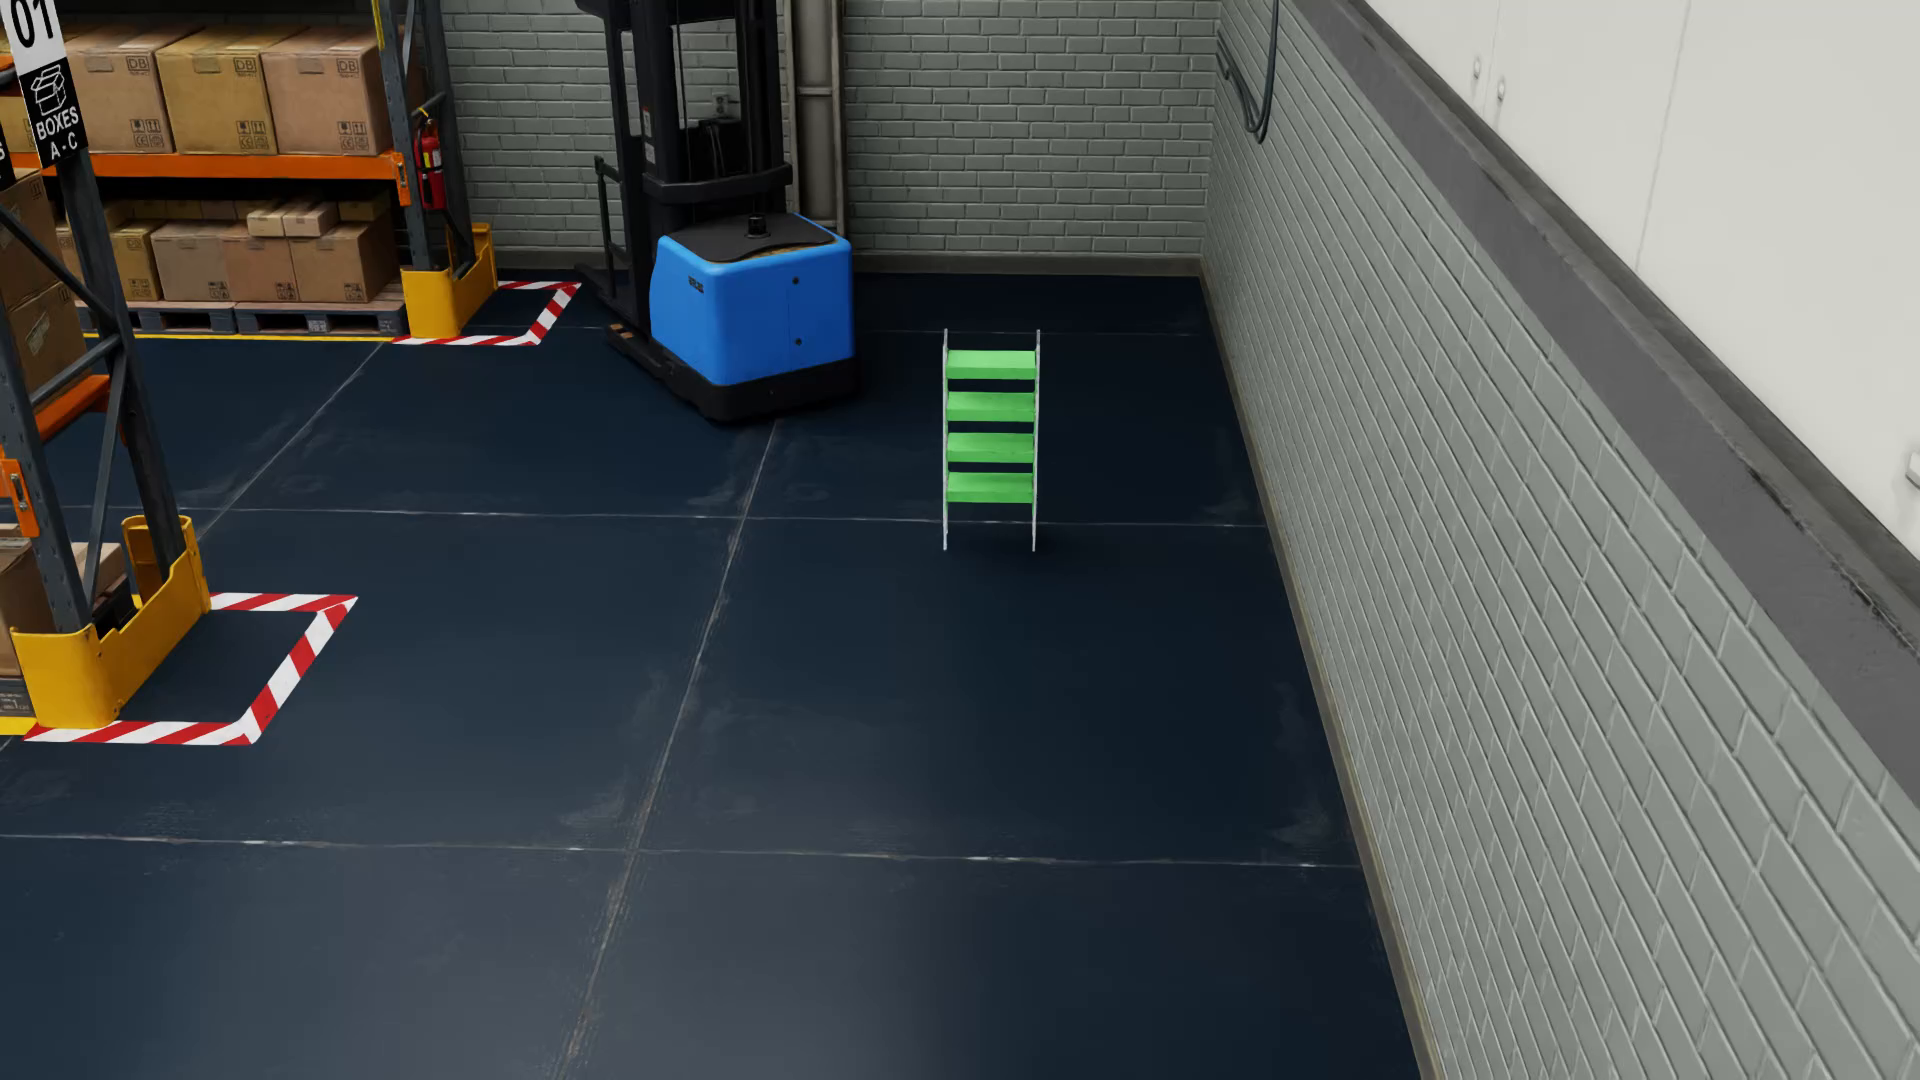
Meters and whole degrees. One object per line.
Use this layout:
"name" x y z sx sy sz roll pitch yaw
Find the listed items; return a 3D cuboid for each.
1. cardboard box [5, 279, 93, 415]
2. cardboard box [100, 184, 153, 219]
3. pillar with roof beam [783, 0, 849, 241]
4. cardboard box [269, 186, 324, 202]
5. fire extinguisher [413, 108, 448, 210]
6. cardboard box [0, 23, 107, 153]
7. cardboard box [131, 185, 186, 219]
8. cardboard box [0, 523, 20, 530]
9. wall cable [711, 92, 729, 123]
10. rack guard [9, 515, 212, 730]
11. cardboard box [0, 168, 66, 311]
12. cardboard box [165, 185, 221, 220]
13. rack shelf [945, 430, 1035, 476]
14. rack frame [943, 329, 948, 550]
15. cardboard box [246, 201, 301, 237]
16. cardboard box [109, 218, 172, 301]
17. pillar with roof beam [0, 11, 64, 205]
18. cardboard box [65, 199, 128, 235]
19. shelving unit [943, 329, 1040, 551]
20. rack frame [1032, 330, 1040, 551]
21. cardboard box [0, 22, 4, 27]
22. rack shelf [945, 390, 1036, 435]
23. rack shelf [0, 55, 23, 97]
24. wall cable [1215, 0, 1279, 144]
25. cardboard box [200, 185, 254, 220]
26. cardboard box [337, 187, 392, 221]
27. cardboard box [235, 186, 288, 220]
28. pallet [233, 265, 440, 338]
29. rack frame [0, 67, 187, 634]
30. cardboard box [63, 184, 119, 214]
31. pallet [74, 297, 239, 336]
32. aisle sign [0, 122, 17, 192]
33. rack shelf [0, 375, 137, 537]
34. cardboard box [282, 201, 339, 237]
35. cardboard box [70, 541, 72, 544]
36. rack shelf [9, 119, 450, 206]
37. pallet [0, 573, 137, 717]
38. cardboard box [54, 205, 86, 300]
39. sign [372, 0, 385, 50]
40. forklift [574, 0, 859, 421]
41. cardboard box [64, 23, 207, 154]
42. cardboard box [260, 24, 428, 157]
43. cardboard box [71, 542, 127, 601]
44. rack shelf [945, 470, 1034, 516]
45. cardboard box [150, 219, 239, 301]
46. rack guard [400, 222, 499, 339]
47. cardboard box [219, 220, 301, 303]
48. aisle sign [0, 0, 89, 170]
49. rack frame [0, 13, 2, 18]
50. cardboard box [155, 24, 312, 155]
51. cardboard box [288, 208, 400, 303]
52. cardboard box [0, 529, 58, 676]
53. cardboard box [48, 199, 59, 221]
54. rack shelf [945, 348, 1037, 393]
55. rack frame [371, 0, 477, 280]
"cardboard box" -4.416 -0.908 7.653 0.500 0.500 0.500 2 28 3
"cardboard box" -6.160 -2.504 12.299 0.250 0.149 0.380 1 28 2
"pillar with roof beam" -1.234 -4.047 7.277 0.400 9.000 9.100 1 28 2
"cardboard box" -4.889 -2.483 12.260 0.250 0.149 0.380 1 28 2
"fire extinguisher" -3.677 -2.634 11.497 0.183 0.674 0.296 1 28 2
"cardboard box" -6.538 -3.219 11.799 0.700 0.700 0.980 0 28 0
"cardboard box" -5.902 -2.500 12.291 0.250 0.149 0.380 0 28 1
"cardboard box" -5.015 0.138 8.253 0.500 0.250 0.500 1 28 2
"wall cable" -2.498 -3.922 12.361 1.851 1.984 0.084 1 28 2
"rack guard" -4.058 0.371 8.017 0.348 0.500 1.175 1 28 2
"cardboard box" -4.416 -1.349 7.419 0.500 0.500 0.500 2 28 3
"cardboard box" -5.649 -2.496 12.283 0.250 0.149 0.380 1 28 2
"rack shelf" 0.165 -0.471 8.994 0.480 0.148 0.258 1 28 2
"rack frame" -0.078 -0.531 8.971 0.015 1.200 0.240 1 28 2
"cardboard box" -4.904 -2.305 11.923 0.250 0.149 0.380 2 28 3
"cardboard box" -6.050 -2.119 12.265 0.500 0.500 0.700 2 28 3
"pillar with roof beam" -7.230 -4.146 7.464 0.400 9.000 9.100 1 28 2
"cardboard box" -6.207 -2.325 11.962 0.250 0.149 0.380 0 28 0
"shelving unit" 0.165 -0.527 8.964 0.503 1.200 0.258 1 28 2
"rack frame" 0.409 -0.523 8.956 0.015 1.200 0.240 1 28 2
"cardboard box" -7.267 -3.233 11.827 0.700 0.700 0.980 1 28 3
"rack shelf" 0.165 -0.683 8.881 0.480 0.148 0.258 1 28 2
"rack shelf" -5.981 -1.773 6.958 4.000 0.370 1.077 1 28 2
"wall cable" 1.829 -4.069 10.634 0.112 2.526 3.097 1 28 2
"cardboard box" -5.393 -2.492 12.276 0.250 0.149 0.380 1 28 3
"cardboard box" -4.382 -2.475 12.245 0.250 0.149 0.380 1 28 2
"cardboard box" -5.139 -2.488 12.268 0.250 0.149 0.380 1 28 2
"pallet" -4.613 -1.796 12.413 1.213 0.211 1.003 1 28 2
"rack frame" -3.982 -0.733 7.429 0.127 3.000 1.000 1 28 2
"cardboard box" -6.413 -2.508 12.307 0.250 0.149 0.380 0 28 0
"pallet" -5.829 -1.817 12.453 1.213 0.211 1.003 1 28 2
"aisle sign" -3.925 -1.737 6.548 0.004 0.787 0.394 1 28 2
"rack shelf" -5.981 -0.448 7.660 4.000 0.370 1.077 1 28 2
"cardboard box" -4.649 -2.301 11.915 0.250 0.149 0.380 1 28 1
"cardboard box" -4.638 0.153 8.314 0.250 0.166 0.380 1 28 2
"rack shelf" -5.810 -2.767 12.034 4.000 0.370 1.077 1 28 2
"pallet" -4.855 0.486 8.109 1.213 0.211 1.003 1 28 2
"cardboard box" -6.563 -2.128 12.283 0.500 0.500 0.700 1 28 1
"sign" -3.844 -3.414 10.998 0.005 0.325 0.100 1 28 2
"forklift" -1.876 -2.695 11.204 1.130 2.935 3.031 -16 32 -28
"cardboard box" -5.810 -3.211 11.785 0.700 0.700 0.980 0 28 -1
"cardboard box" -4.321 -3.188 11.740 0.700 0.700 0.980 2 28 4
"cardboard box" -4.389 0.165 8.311 0.250 0.149 0.380 1 28 2
"rack shelf" 0.165 -0.259 9.106 0.480 0.148 0.258 1 28 2
"cardboard box" -5.517 -2.114 12.255 0.500 0.500 0.700 0 28 0
"rack guard" -3.787 -1.947 12.388 0.348 0.500 1.175 1 28 2
"cardboard box" -5.014 -2.106 12.240 0.500 0.500 0.700 1 28 2
"aisle sign" -3.904 -2.018 7.078 0.004 0.787 0.394 1 28 2
"rack frame" -3.982 -3.383 6.024 0.127 3.000 1.000 1 28 2
"cardboard box" -5.049 -3.194 11.753 0.700 0.700 0.980 1 28 1
"cardboard box" -4.514 -2.097 12.224 0.500 0.500 0.700 1 28 2
"cardboard box" -4.534 0.284 7.711 0.500 0.500 0.500 1 28 2
"cardboard box" -6.729 -2.334 11.978 0.250 0.149 0.380 2 28 4
"rack shelf" 0.165 -0.895 8.769 0.480 0.148 0.258 1 28 2
"rack frame" -3.811 -3.051 11.804 0.127 3.000 1.000 1 28 2
